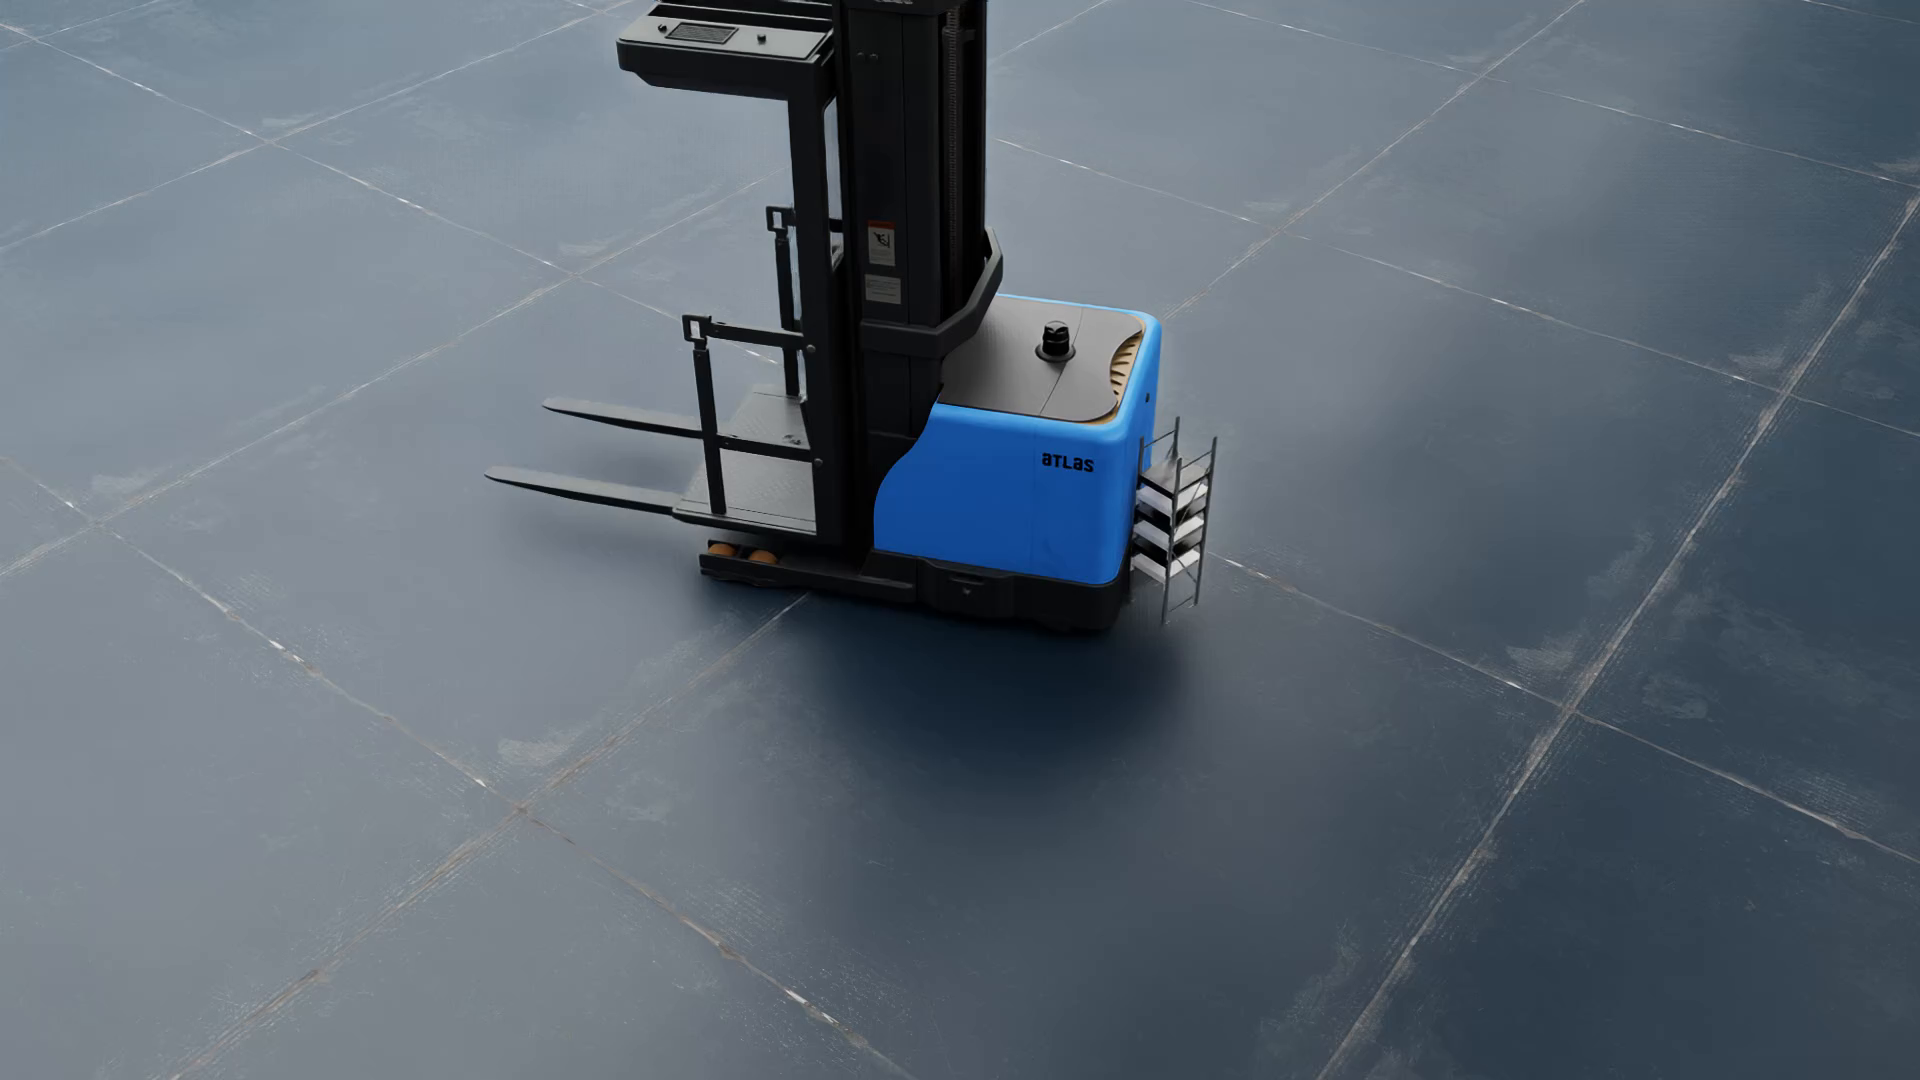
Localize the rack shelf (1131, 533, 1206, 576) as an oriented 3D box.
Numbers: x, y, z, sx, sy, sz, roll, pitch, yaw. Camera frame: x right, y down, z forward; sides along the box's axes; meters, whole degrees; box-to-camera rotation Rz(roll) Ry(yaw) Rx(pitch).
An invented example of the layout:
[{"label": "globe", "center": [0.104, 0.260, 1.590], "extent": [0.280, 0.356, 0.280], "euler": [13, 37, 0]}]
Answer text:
[{"label": "rack shelf", "center": [0.899, 0.028, 7.185], "extent": [0.258, 0.077, 0.200], "euler": [-30, 47, -32]}]

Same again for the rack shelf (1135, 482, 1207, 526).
[{"label": "rack shelf", "center": [0.899, -0.185, 7.018], "extent": [0.258, 0.077, 0.200], "euler": [-30, 47, -32]}]

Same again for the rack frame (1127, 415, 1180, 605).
[{"label": "rack frame", "center": [0.830, -0.116, 7.168], "extent": [0.240, 0.900, 0.006], "euler": [-30, 47, -32]}]

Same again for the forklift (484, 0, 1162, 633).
[{"label": "forklift", "center": [-0.679, -1.246, 6.963], "extent": [3.031, 2.935, 1.130], "euler": [9, 39, 11]}]

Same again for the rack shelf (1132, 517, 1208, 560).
[{"label": "rack shelf", "center": [0.899, -0.043, 7.129], "extent": [0.258, 0.077, 0.200], "euler": [-30, 47, -32]}]

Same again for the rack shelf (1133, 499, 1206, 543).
[{"label": "rack shelf", "center": [0.899, -0.114, 7.074], "extent": [0.258, 0.077, 0.200], "euler": [-30, 47, -32]}]

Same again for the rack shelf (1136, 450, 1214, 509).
[{"label": "rack shelf", "center": [0.899, -0.256, 6.963], "extent": [0.258, 0.077, 0.200], "euler": [-30, 47, -32]}]

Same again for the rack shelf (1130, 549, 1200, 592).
[{"label": "rack shelf", "center": [0.899, 0.098, 7.240], "extent": [0.258, 0.077, 0.200], "euler": [-30, 47, -32]}]

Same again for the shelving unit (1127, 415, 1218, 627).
[{"label": "shelving unit", "center": [0.899, -0.070, 7.109], "extent": [0.258, 0.900, 0.210], "euler": [-30, 47, -32]}]

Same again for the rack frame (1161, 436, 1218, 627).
[{"label": "rack frame", "center": [0.968, -0.023, 7.050], "extent": [0.240, 0.900, 0.006], "euler": [-30, 47, -32]}]
